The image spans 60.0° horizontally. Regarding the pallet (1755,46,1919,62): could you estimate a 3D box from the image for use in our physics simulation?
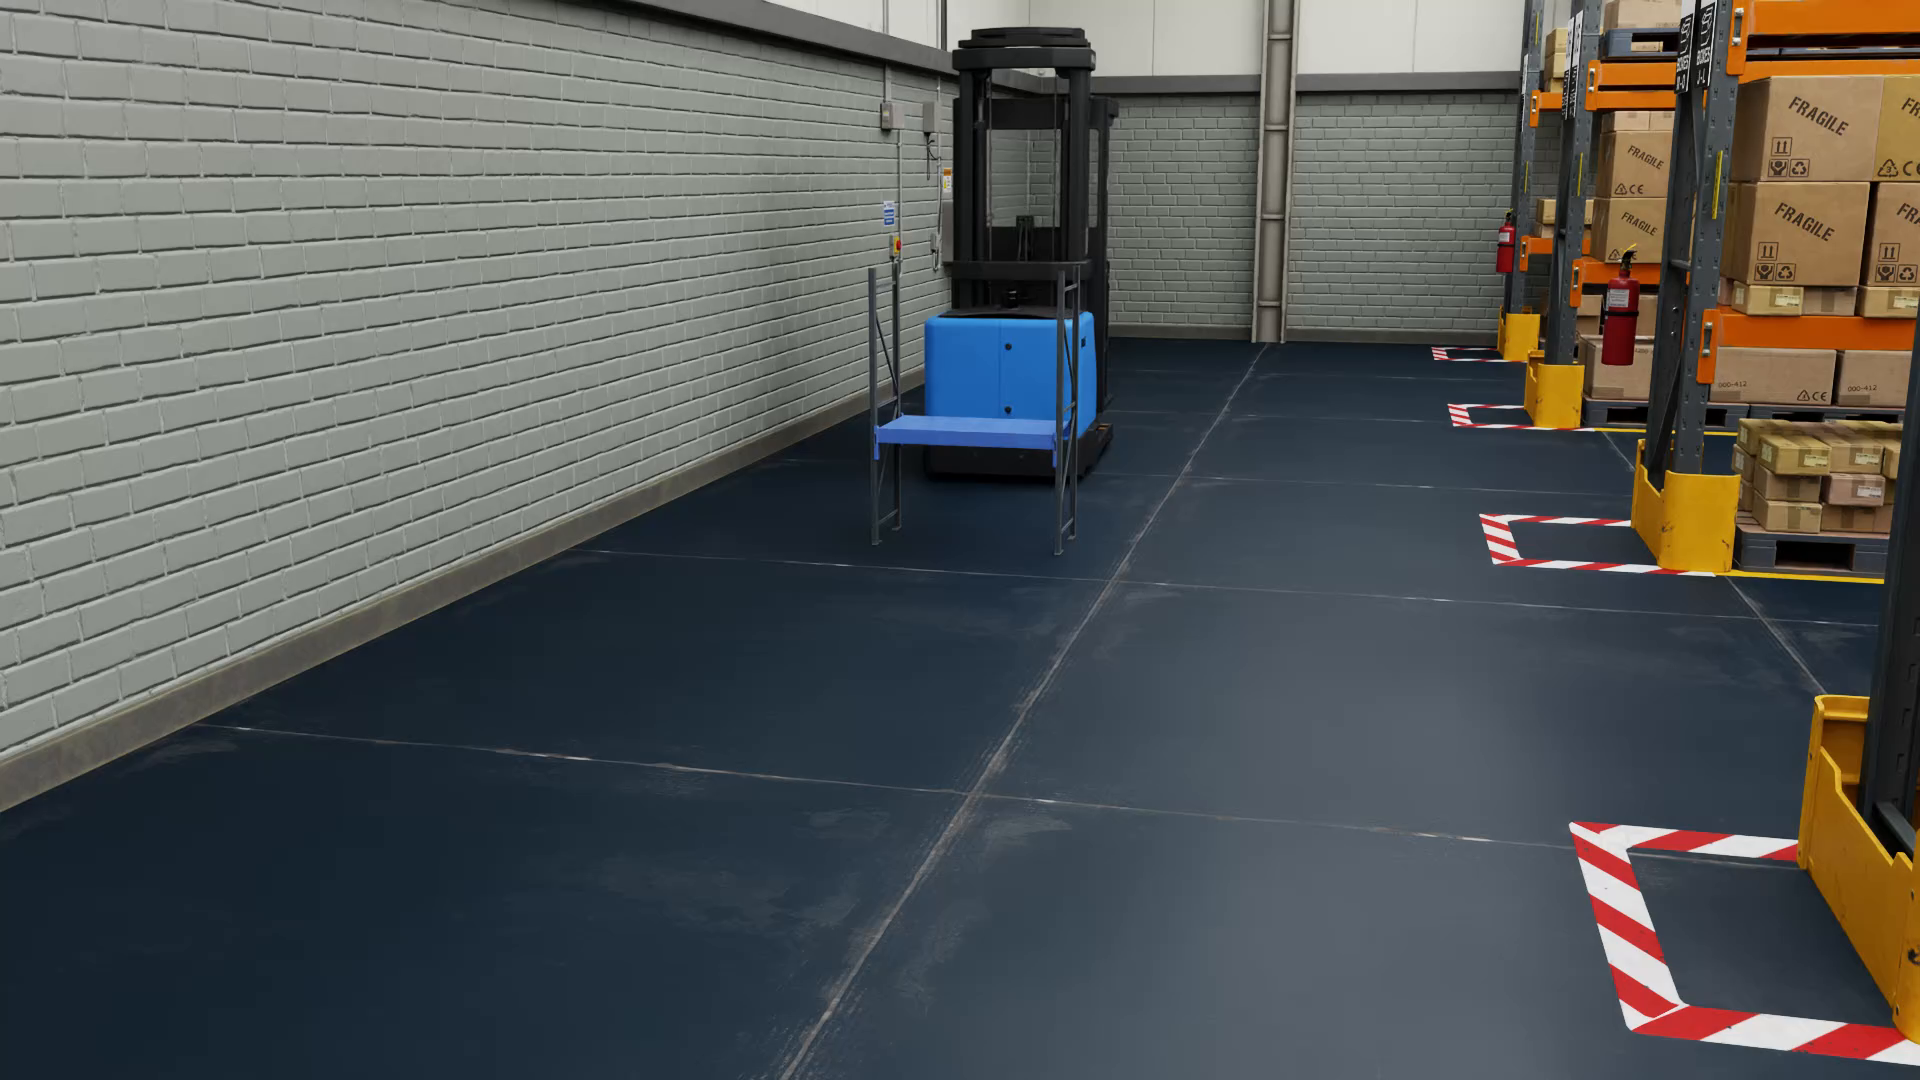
[{"bbox_3d":[6.835,-3.798,12.705,1.213,0.211,1.003,3,13,14],"label":"pallet"}]

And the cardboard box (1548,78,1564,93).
[{"bbox_3d":[6.363,-4.796,17.580,0.250,0.149,0.380,3,13,15],"label":"cardboard box"}]

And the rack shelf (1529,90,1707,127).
[{"bbox_3d":[8.051,-4.529,17.458,4.000,0.370,1.077,3,13,14],"label":"rack shelf"}]

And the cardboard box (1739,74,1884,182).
[{"bbox_3d":[4.208,-2.033,8.244,0.500,0.500,0.500,3,13,13],"label":"cardboard box"}]

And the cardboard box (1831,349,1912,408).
[{"bbox_3d":[7.354,-1.324,13.221,0.875,0.438,0.875,3,13,12],"label":"cardboard box"}]

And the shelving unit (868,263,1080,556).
[{"bbox_3d":[0.083,-0.728,9.051,1.048,1.500,0.538,3,13,14],"label":"shelving unit"}]

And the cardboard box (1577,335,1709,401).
[{"bbox_3d":[5.589,-1.417,13.640,0.875,0.438,0.875,3,13,12],"label":"cardboard box"}]

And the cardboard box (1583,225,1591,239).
[{"bbox_3d":[6.621,-3.319,17.848,0.250,0.149,0.380,3,13,15],"label":"cardboard box"}]

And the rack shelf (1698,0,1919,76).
[{"bbox_3d":[5.778,-2.439,8.037,4.000,0.370,1.077,3,13,14],"label":"rack shelf"}]

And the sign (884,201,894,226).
[{"bbox_3d":[-0.627,-2.888,14.704,0.001,0.218,0.327,3,13,14],"label":"sign"}]

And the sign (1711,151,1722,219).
[{"bbox_3d":[3.706,-1.738,8.144,0.005,0.325,0.100,3,13,14],"label":"sign"}]

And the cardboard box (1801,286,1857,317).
[{"bbox_3d":[4.329,-1.217,8.373,0.250,0.149,0.380,4,13,16],"label":"cardboard box"}]

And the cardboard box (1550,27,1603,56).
[{"bbox_3d":[6.480,-5.224,17.436,0.500,0.250,0.500,3,13,13],"label":"cardboard box"}]

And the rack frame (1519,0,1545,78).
[{"bbox_3d":[6.110,-6.449,17.523,0.127,3.000,1.000,3,13,14],"label":"rack frame"}]

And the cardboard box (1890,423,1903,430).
[{"bbox_3d":[5.159,-0.521,8.893,0.250,0.149,0.380,3,13,11],"label":"cardboard box"}]

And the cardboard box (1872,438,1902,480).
[{"bbox_3d":[4.774,-0.406,8.376,0.250,0.149,0.380,3,13,13],"label":"cardboard box"}]

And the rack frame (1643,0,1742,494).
[{"bbox_3d":[3.836,-1.430,8.752,0.127,3.000,1.000,3,13,14],"label":"rack frame"}]

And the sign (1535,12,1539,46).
[{"bbox_3d":[5.980,-5.297,17.239,0.005,0.325,0.100,3,13,14],"label":"sign"}]

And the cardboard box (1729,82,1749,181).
[{"bbox_3d":[4.340,-2.140,8.730,0.500,0.500,0.500,3,13,12],"label":"cardboard box"}]

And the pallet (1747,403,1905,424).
[{"bbox_3d":[6.900,-1.026,13.369,1.213,0.211,1.003,3,13,14],"label":"pallet"}]

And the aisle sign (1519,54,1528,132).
[{"bbox_3d":[5.973,-4.731,17.629,0.004,0.787,0.394,3,13,14],"label":"aisle sign"}]

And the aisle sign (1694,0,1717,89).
[{"bbox_3d":[3.693,-2.639,8.203,0.004,0.787,0.394,3,13,14],"label":"aisle sign"}]

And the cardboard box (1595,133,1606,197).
[{"bbox_3d":[5.449,-3.038,13.461,0.500,0.500,0.500,4,13,15],"label":"cardboard box"}]

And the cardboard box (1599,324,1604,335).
[{"bbox_3d":[7.084,-2.251,18.067,0.250,0.149,0.380,3,13,11],"label":"cardboard box"}]

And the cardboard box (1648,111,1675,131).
[{"bbox_3d":[5.474,-3.254,12.939,0.250,0.149,0.380,3,13,15],"label":"cardboard box"}]

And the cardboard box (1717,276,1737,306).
[{"bbox_3d":[4.220,-1.349,8.971,0.250,0.149,0.380,3,13,14],"label":"cardboard box"}]

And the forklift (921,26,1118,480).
[{"bbox_3d":[0.528,-2.094,11.904,1.130,2.935,3.031,2,13,11],"label":"forklift"}]

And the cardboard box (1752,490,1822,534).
[{"bbox_3d":[4.268,-0.148,8.589,0.250,0.149,0.380,3,13,15],"label":"cardboard box"}]

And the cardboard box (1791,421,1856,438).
[{"bbox_3d":[4.641,-0.534,8.954,0.250,0.149,0.380,3,13,15],"label":"cardboard box"}]

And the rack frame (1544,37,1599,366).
[{"bbox_3d":[4.924,-2.476,13.468,0.127,3.000,1.000,3,13,14],"label":"rack frame"}]

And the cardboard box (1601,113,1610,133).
[{"bbox_3d":[5.320,-3.353,13.384,0.250,0.149,0.380,3,13,14],"label":"cardboard box"}]

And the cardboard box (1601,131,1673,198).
[{"bbox_3d":[5.322,-2.928,12.966,0.500,0.500,0.500,3,13,12],"label":"cardboard box"}]

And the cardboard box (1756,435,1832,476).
[{"bbox_3d":[4.263,-0.435,8.506,0.250,0.149,0.380,2,13,11],"label":"cardboard box"}]

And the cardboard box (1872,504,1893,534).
[{"bbox_3d":[4.784,-0.141,8.554,0.250,0.149,0.380,3,13,14],"label":"cardboard box"}]

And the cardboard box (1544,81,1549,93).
[{"bbox_3d":[6.476,-4.894,18.020,0.250,0.149,0.380,3,13,15],"label":"cardboard box"}]

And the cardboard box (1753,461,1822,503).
[{"bbox_3d":[4.283,-0.307,8.617,0.250,0.149,0.380,4,13,16],"label":"cardboard box"}]

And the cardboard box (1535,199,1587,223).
[{"bbox_3d":[6.620,-3.624,18.301,0.500,0.250,0.500,3,13,15],"label":"cardboard box"}]

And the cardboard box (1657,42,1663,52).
[{"bbox_3d":[7.460,-5.171,17.195,0.500,0.250,0.500,3,13,13],"label":"cardboard box"}]

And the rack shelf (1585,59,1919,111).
[{"bbox_3d":[6.866,-3.485,12.753,4.000,0.370,1.077,3,13,14],"label":"rack shelf"}]

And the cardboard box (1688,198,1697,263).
[{"bbox_3d":[5.819,-2.419,12.980,0.500,0.500,0.500,3,13,13],"label":"cardboard box"}]

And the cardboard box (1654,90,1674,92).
[{"bbox_3d":[7.342,-4.724,17.258,0.250,0.149,0.380,3,13,13],"label":"cardboard box"}]

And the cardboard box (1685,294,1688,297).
[{"bbox_3d":[7.991,-2.352,17.710,0.500,0.500,0.500,3,13,15],"label":"cardboard box"}]

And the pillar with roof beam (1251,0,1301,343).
[{"bbox_3d":[2.676,-5.873,14.928,0.400,9.000,9.100,3,13,14],"label":"pillar with roof beam"}]

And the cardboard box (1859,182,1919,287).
[{"bbox_3d":[4.731,-1.520,8.241,0.500,0.500,0.500,3,13,14],"label":"cardboard box"}]

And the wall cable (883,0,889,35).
[{"bbox_3d":[-0.666,-5.641,13.881,0.029,3.000,0.463,3,13,14],"label":"wall cable"}]

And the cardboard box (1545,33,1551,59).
[{"bbox_3d":[6.608,-5.336,17.939,0.500,0.250,0.500,3,13,12],"label":"cardboard box"}]

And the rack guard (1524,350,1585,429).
[{"bbox_3d":[4.901,-1.257,13.744,0.348,0.500,1.175,3,13,14],"label":"rack guard"}]

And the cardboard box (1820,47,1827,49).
[{"bbox_3d":[8.951,-5.093,16.843,0.500,0.250,0.500,3,13,13],"label":"cardboard box"}]

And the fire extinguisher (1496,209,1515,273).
[{"bbox_3d":[5.856,-3.210,17.818,0.183,0.674,0.296,3,13,14],"label":"fire extinguisher"}]

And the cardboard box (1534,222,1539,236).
[{"bbox_3d":[6.496,-3.436,18.377,0.250,0.149,0.380,3,13,13],"label":"cardboard box"}]

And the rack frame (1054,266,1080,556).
[{"bbox_3d":[0.576,-0.701,8.932,0.032,1.500,0.500,3,13,14],"label":"rack frame"}]

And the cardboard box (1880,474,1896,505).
[{"bbox_3d":[4.794,-0.287,8.526,0.250,0.149,0.380,3,13,14],"label":"cardboard box"}]

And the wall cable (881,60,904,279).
[{"bbox_3d":[-0.556,-3.275,14.651,0.123,1.953,0.585,3,13,14],"label":"wall cable"}]

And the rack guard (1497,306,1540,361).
[{"bbox_3d":[6.183,-2.296,18.426,0.348,0.500,1.175,3,13,14],"label":"rack guard"}]

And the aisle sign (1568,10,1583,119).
[{"bbox_3d":[4.785,-3.688,12.928,0.004,0.787,0.394,3,13,14],"label":"aisle sign"}]

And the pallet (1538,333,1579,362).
[{"bbox_3d":[6.958,-2.113,18.272,1.213,0.211,1.003,3,13,14],"label":"pallet"}]
